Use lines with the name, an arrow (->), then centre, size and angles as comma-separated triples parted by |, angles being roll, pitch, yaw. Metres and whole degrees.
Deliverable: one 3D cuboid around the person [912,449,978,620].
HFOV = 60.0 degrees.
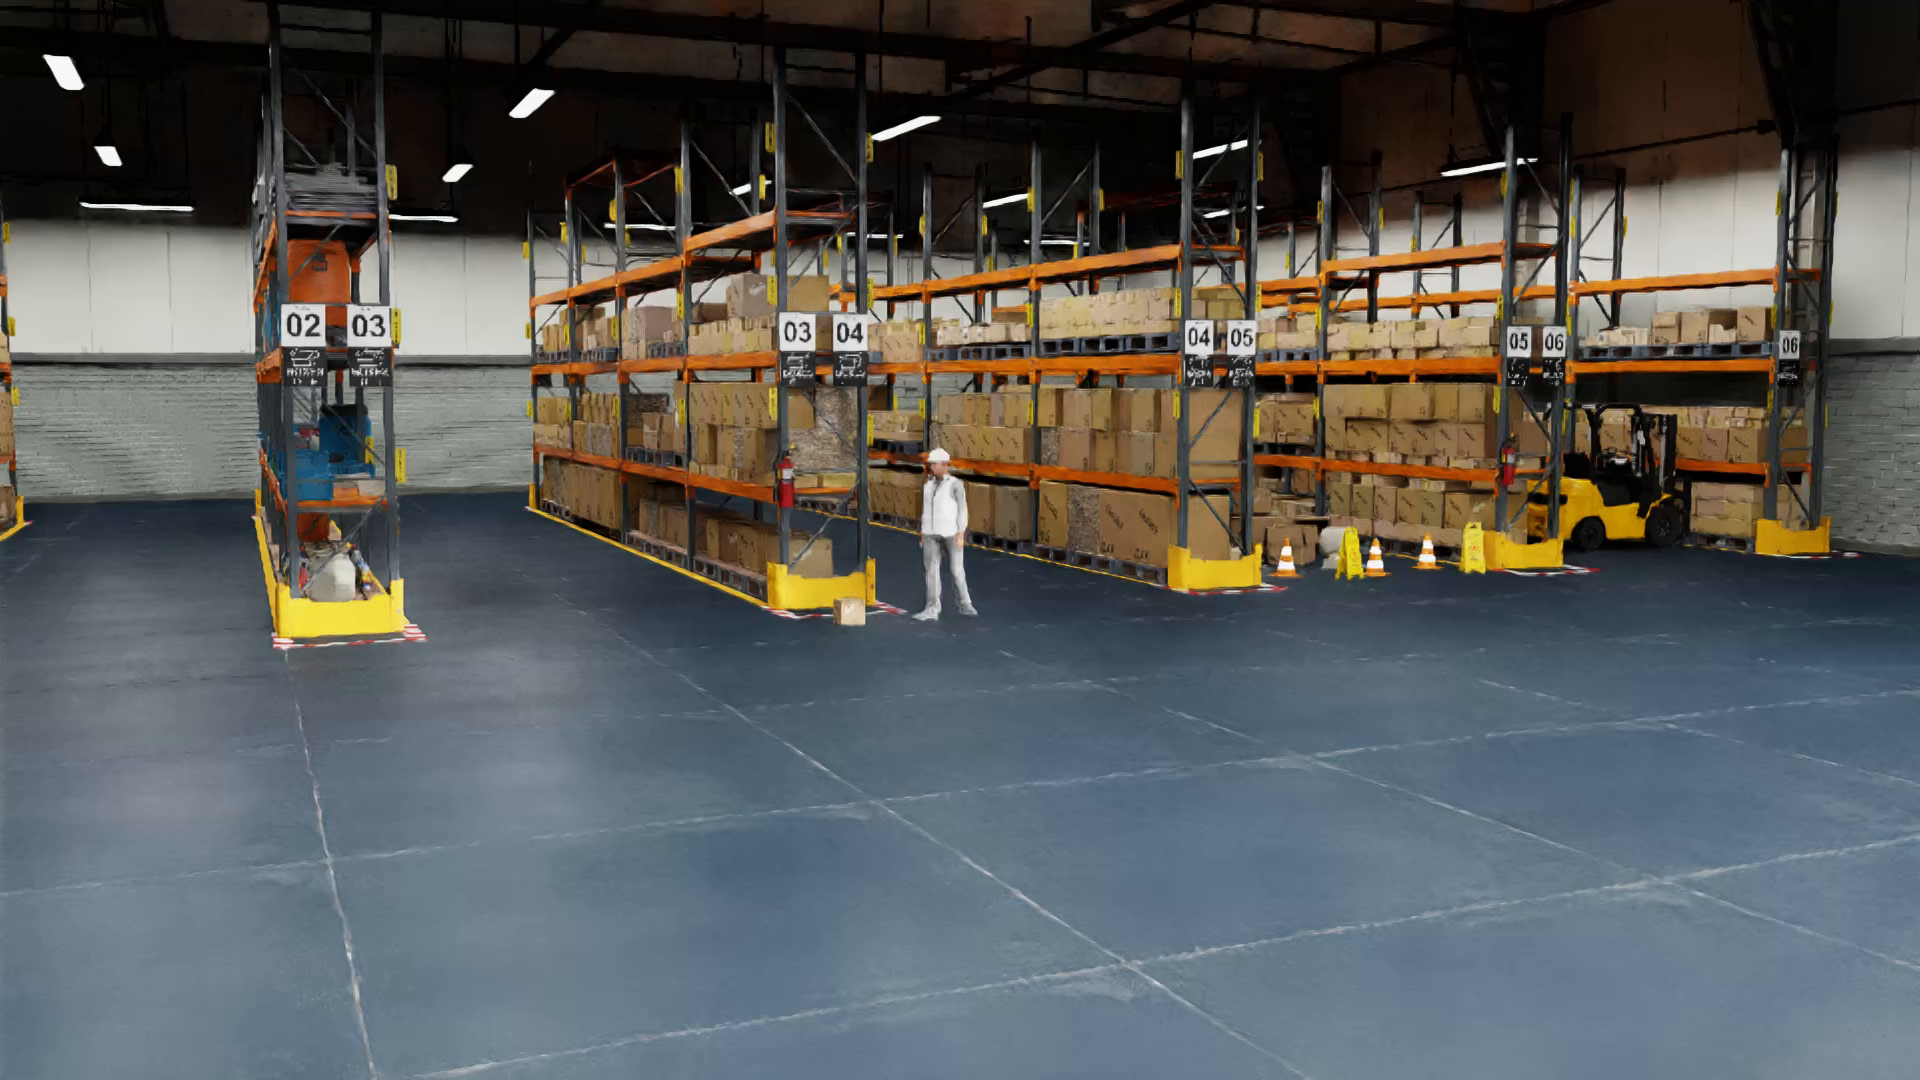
person -> -0.177, -0.069, 17.340 | 0.650, 1.768, 0.629 | 3, 6, 30
